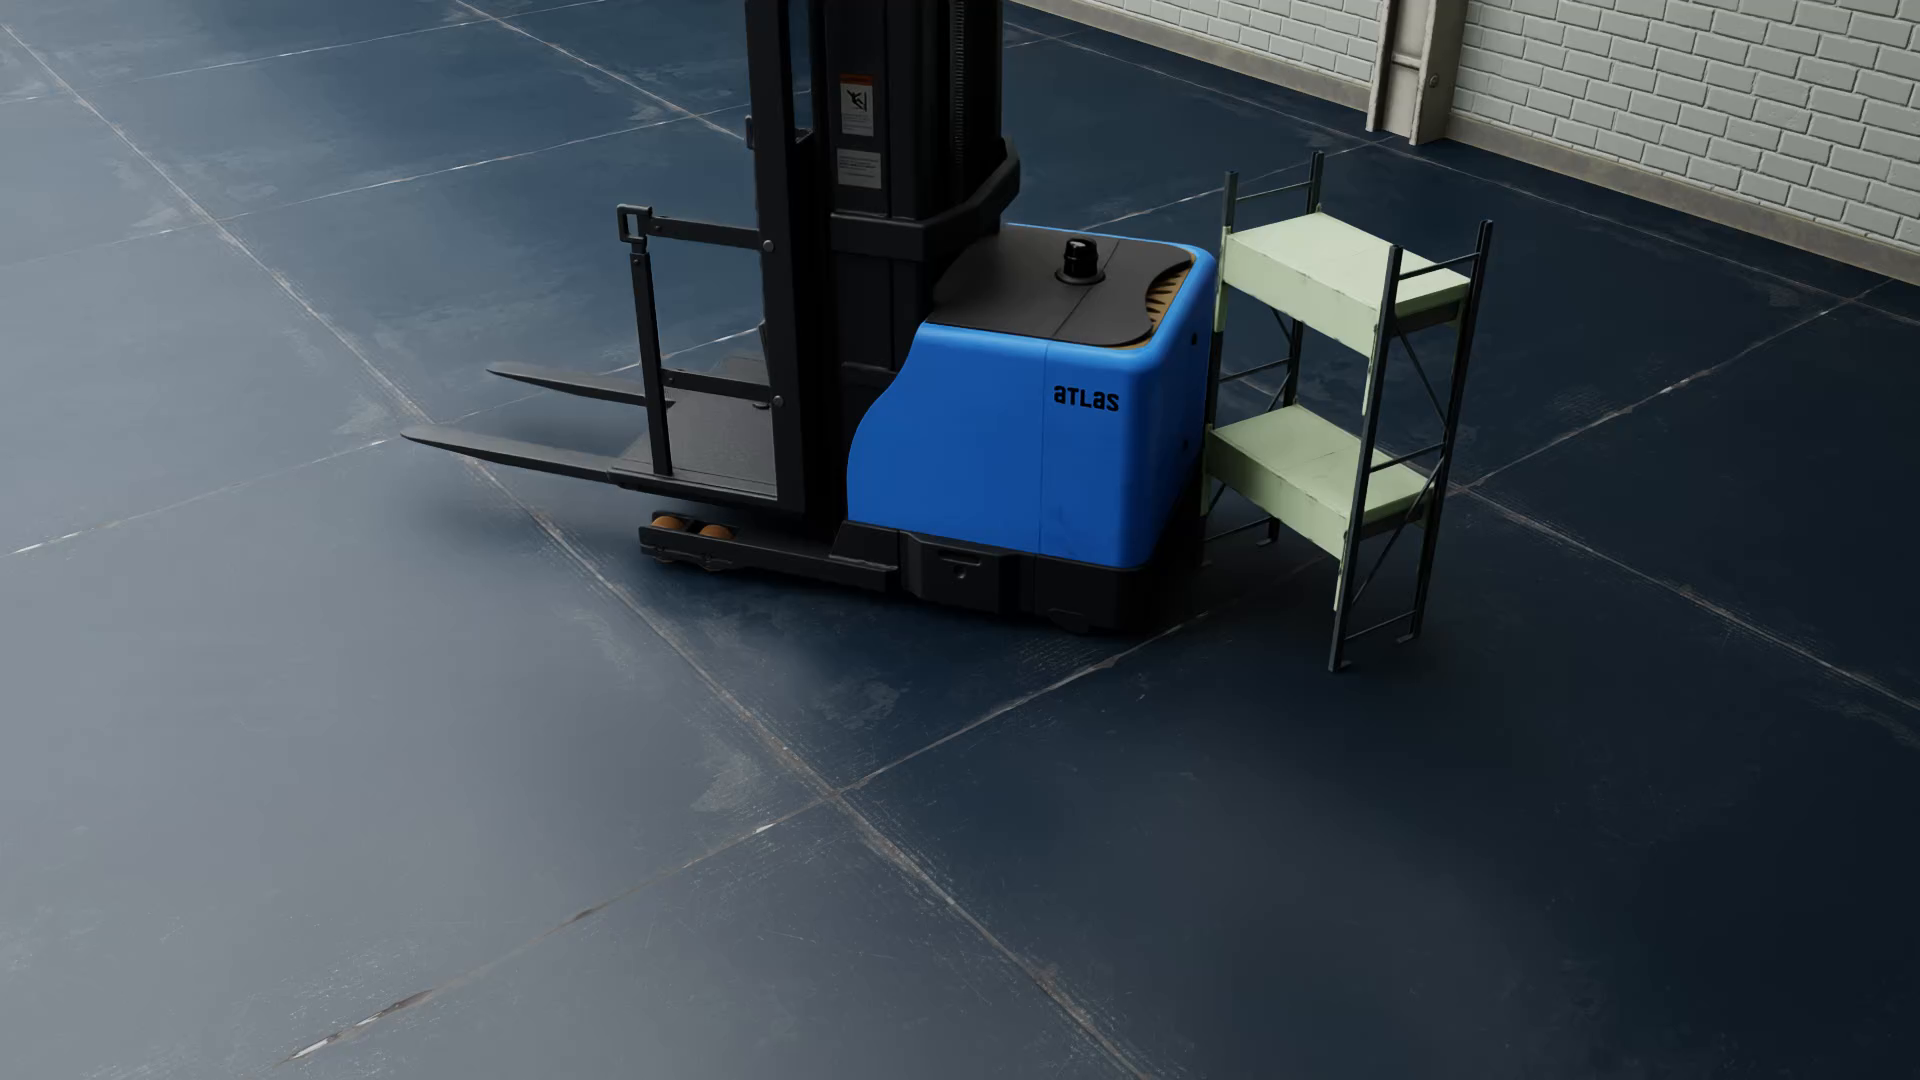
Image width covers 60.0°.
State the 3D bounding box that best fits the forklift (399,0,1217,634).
[{"bbox_3d":[-0.653,-1.382,5.698,3.031,2.935,1.130,10,33,16],"label":"forklift"}]

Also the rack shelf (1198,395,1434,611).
[{"bbox_3d":[1.212,-0.142,5.675,0.431,0.370,0.720,-18,36,-27],"label":"rack shelf"}]

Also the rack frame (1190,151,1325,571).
[{"bbox_3d":[1.020,-0.584,5.768,0.400,1.500,0.023,-18,36,-27],"label":"rack frame"}]

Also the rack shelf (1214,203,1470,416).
[{"bbox_3d":[1.213,-0.751,5.298,0.431,0.370,0.720,-18,36,-27],"label":"rack shelf"}]

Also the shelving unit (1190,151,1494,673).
[{"bbox_3d":[1.212,-0.420,5.503,0.431,1.500,0.755,-18,36,-27],"label":"shelving unit"}]

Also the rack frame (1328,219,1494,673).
[{"bbox_3d":[1.405,-0.255,5.239,0.400,1.500,0.023,-18,36,-27],"label":"rack frame"}]

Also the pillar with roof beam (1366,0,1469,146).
[{"bbox_3d":[-0.631,-4.958,5.704,9.100,9.000,0.400,-22,38,-31],"label":"pillar with roof beam"}]
